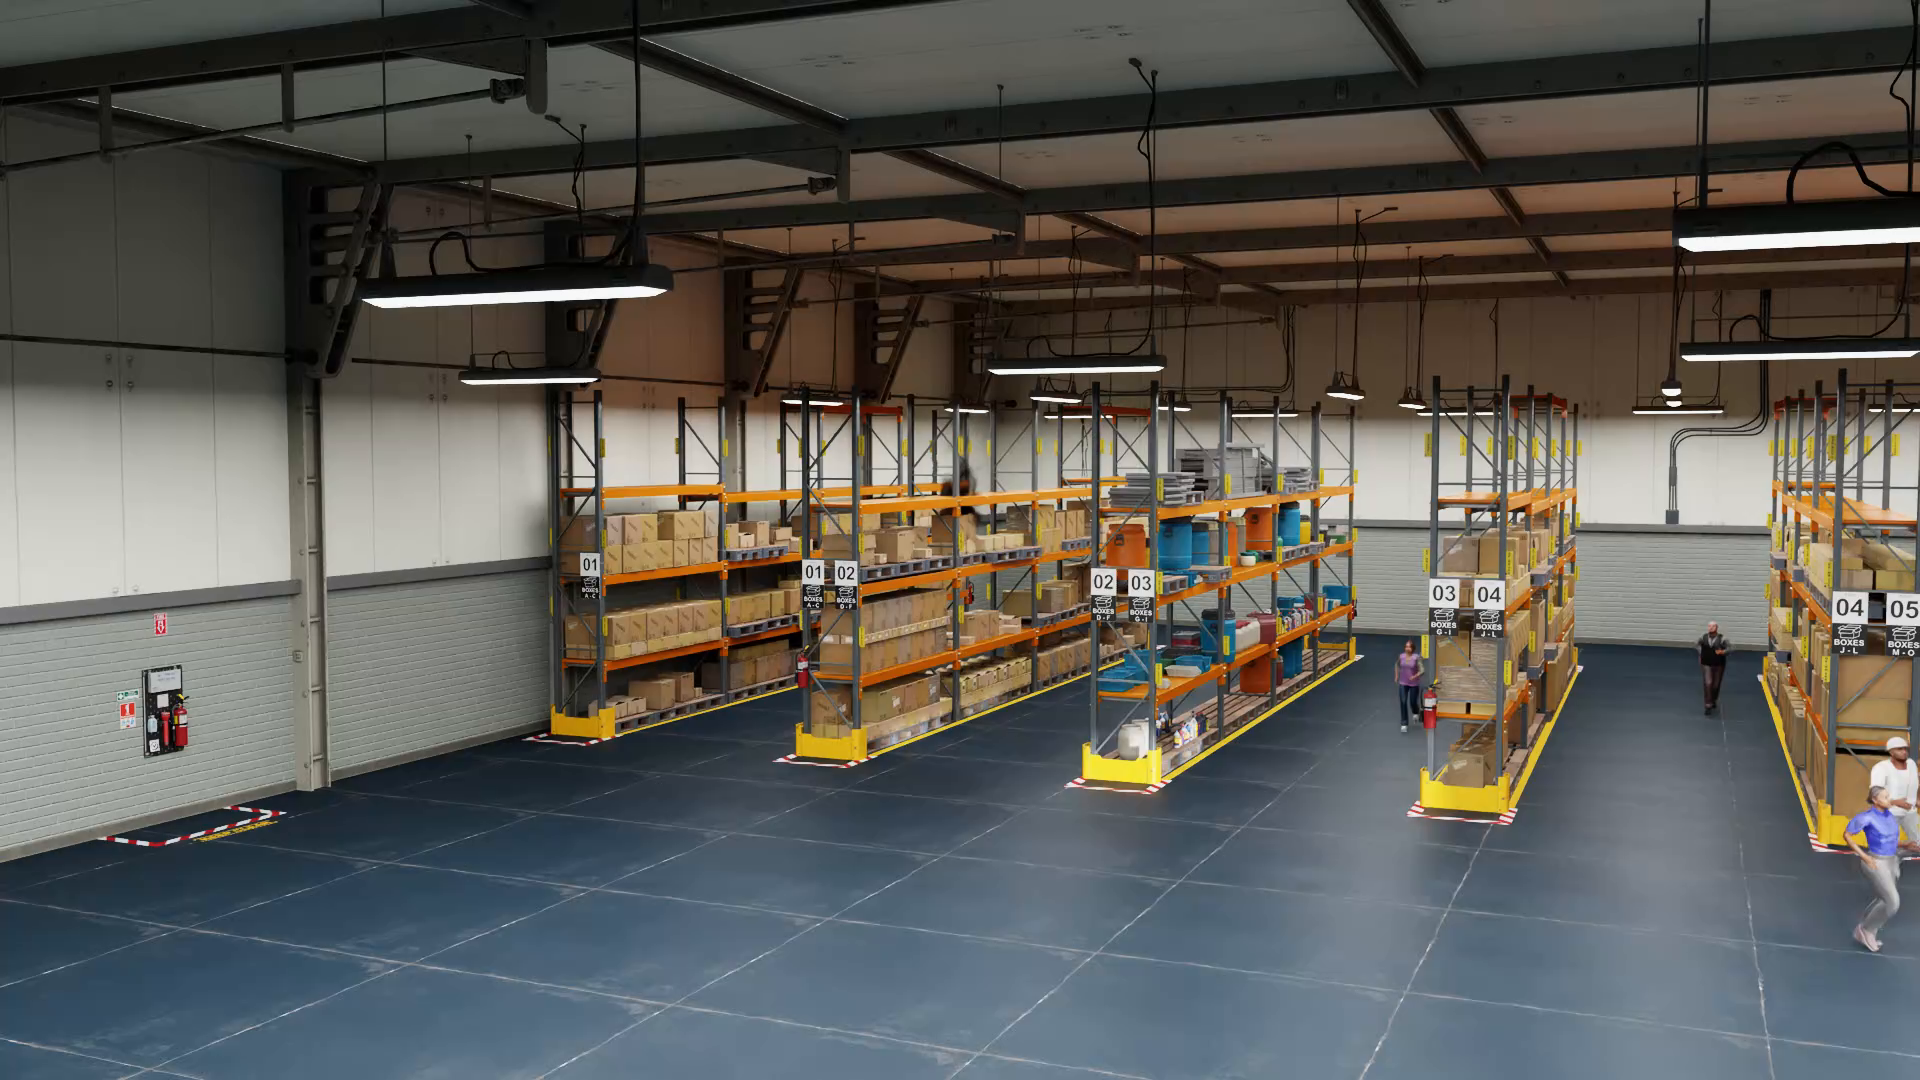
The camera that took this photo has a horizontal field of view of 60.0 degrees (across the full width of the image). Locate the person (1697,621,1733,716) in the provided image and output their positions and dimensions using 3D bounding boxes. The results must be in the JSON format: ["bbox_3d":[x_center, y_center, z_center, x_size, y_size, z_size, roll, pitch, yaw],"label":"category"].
[{"bbox_3d":[14.241,2.405,31.398,0.641,1.749,0.892,2,4,26],"label":"person"}]

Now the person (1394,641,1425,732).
[{"bbox_3d":[7.955,2.572,29.466,0.559,1.586,0.855,2,4,26],"label":"person"}]

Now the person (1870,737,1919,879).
[{"bbox_3d":[10.680,3.087,18.891,0.726,1.715,0.743,0,3,-7],"label":"person"}]

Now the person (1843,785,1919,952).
[{"bbox_3d":[9.171,3.319,16.507,0.559,1.559,0.609,-2,4,-31],"label":"person"}]
